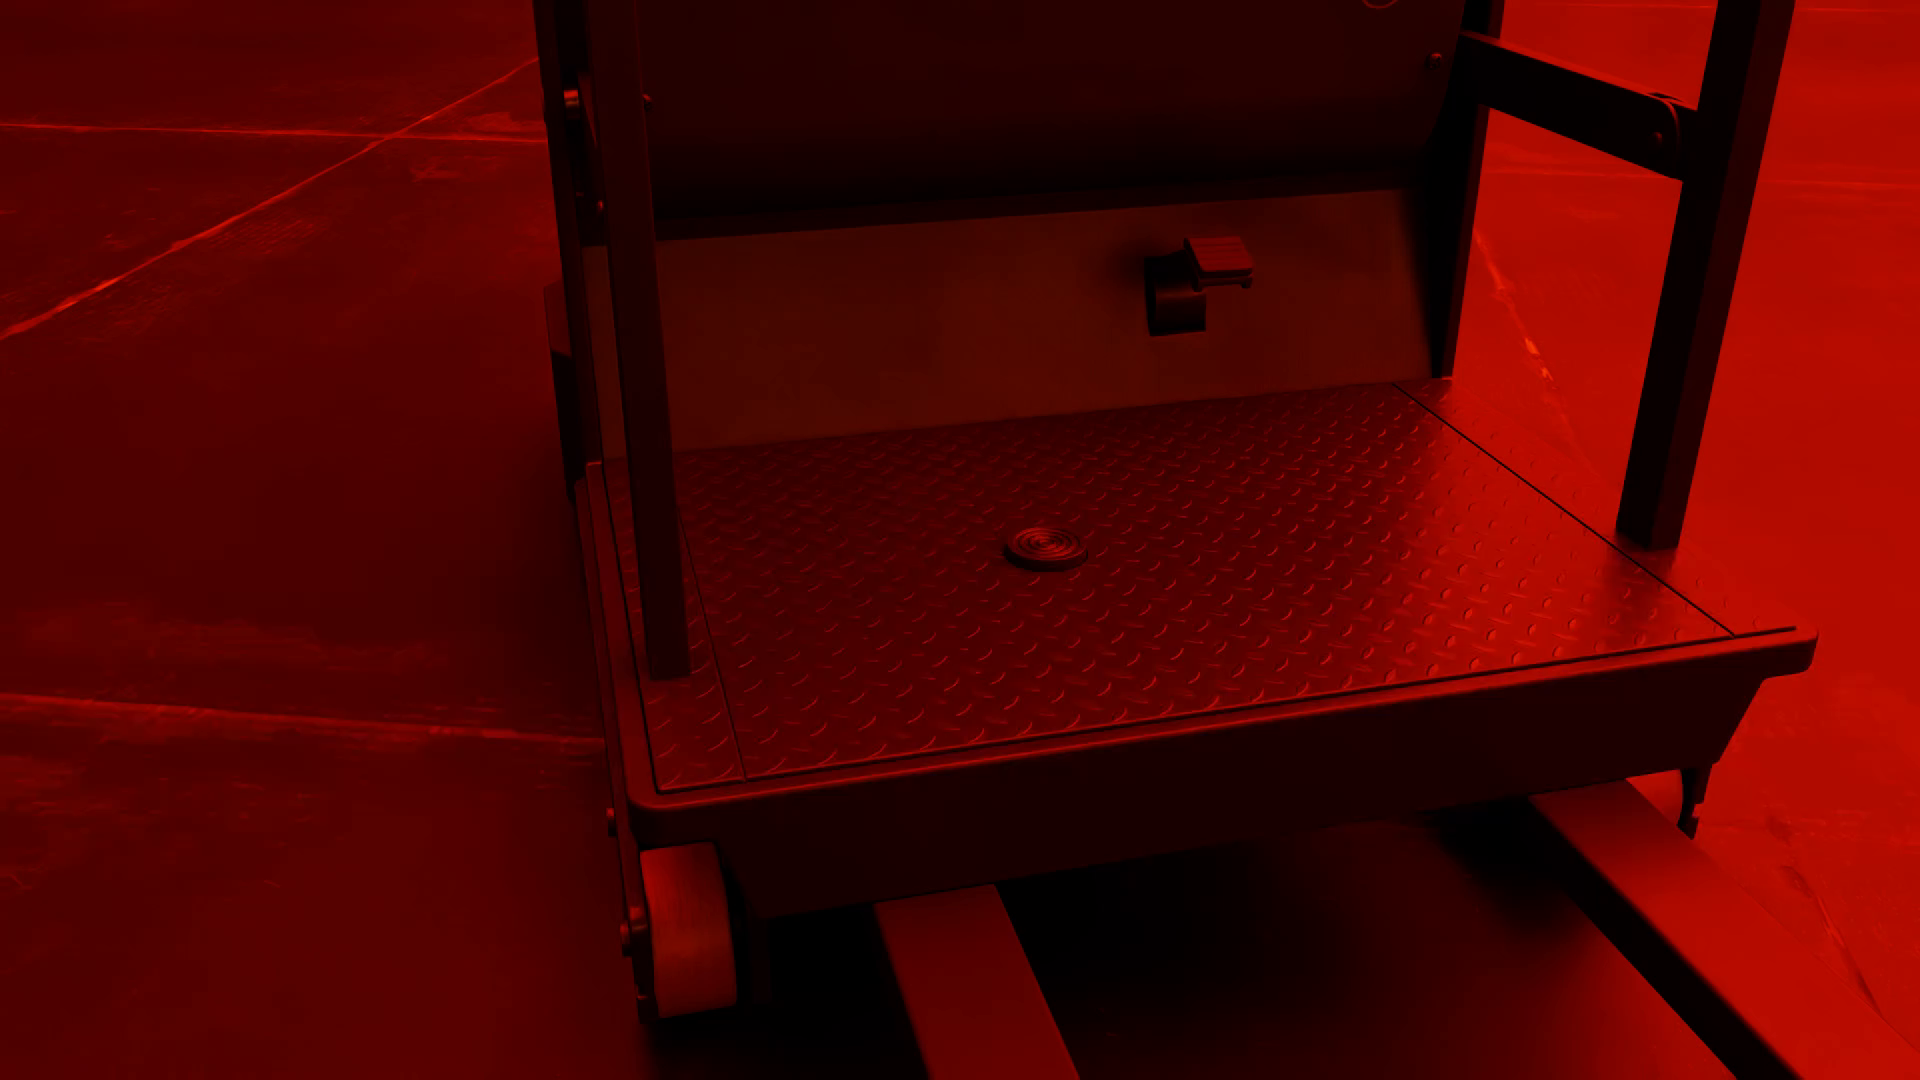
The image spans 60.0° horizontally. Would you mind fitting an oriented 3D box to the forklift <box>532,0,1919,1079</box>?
[{"bbox_3d":[0.153,-1.049,1.319,1.130,2.935,3.031,-7,27,-13],"label":"forklift"}]
